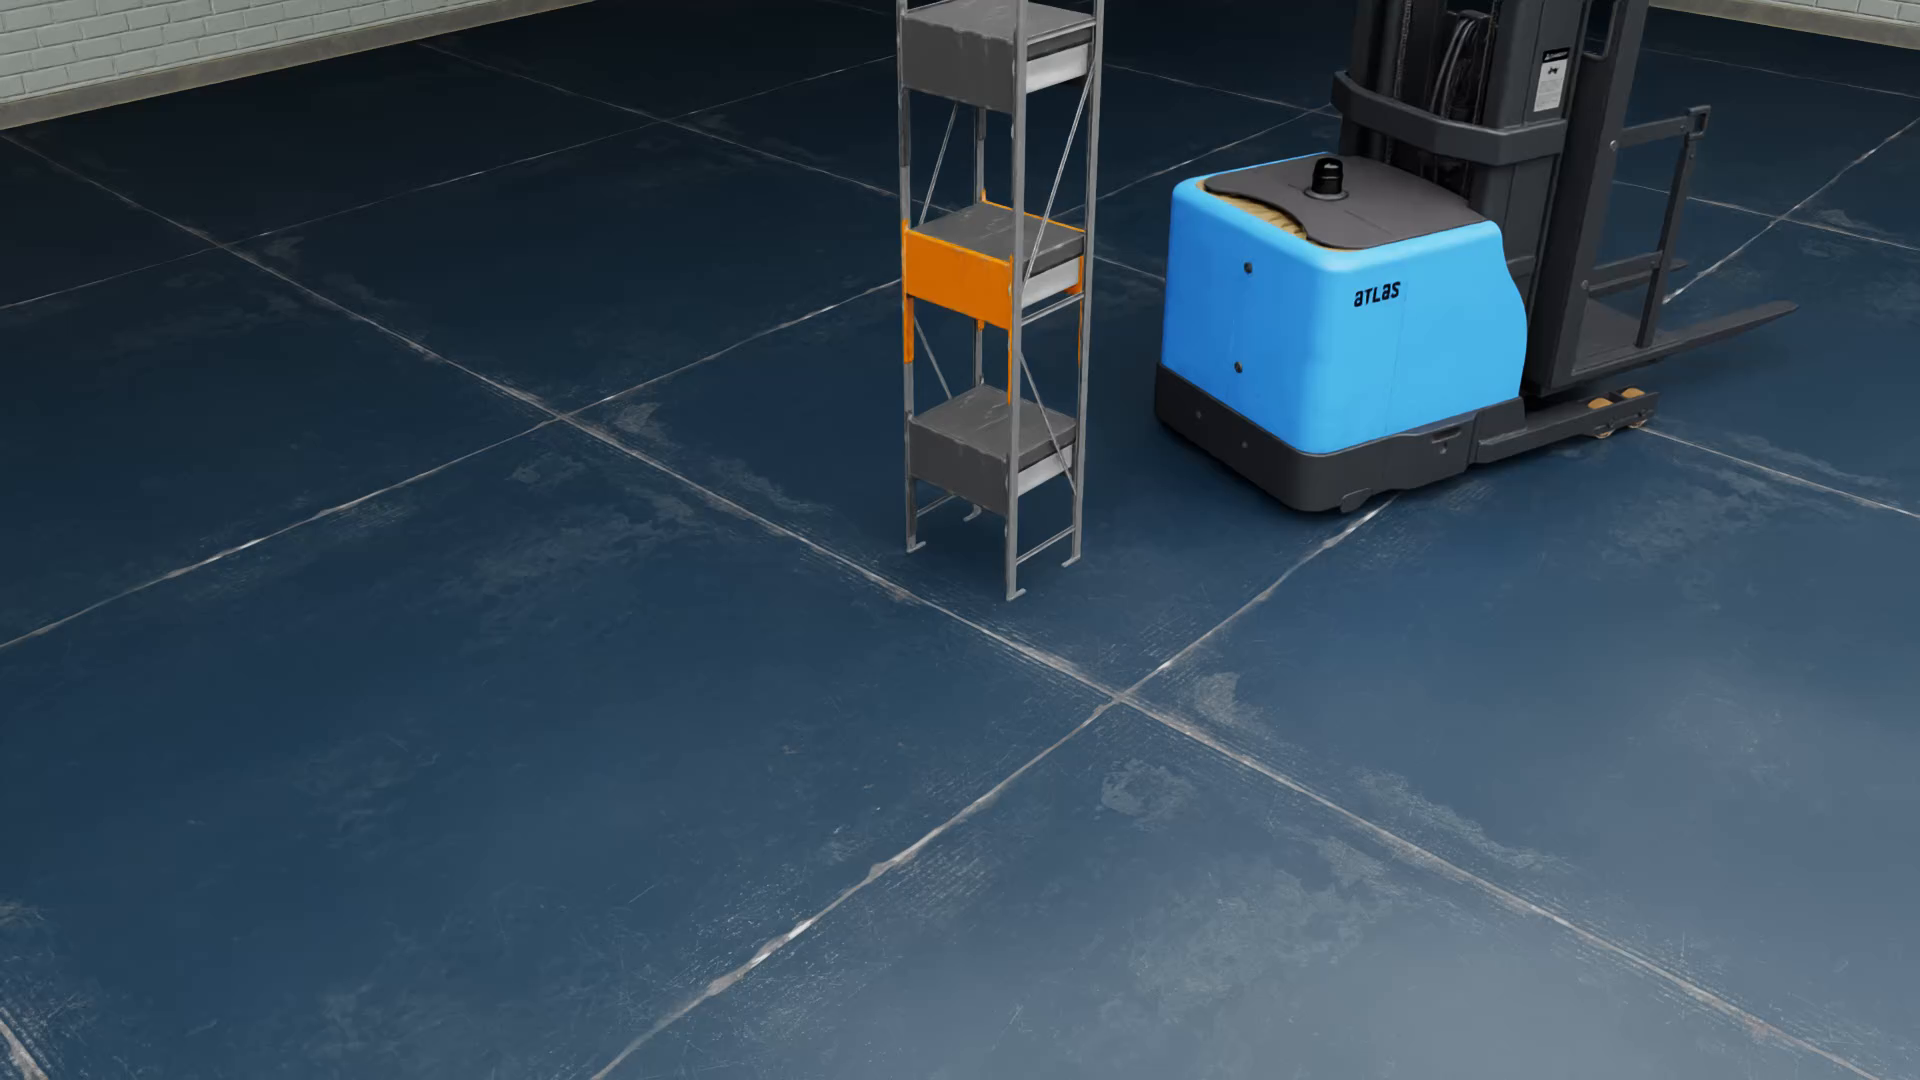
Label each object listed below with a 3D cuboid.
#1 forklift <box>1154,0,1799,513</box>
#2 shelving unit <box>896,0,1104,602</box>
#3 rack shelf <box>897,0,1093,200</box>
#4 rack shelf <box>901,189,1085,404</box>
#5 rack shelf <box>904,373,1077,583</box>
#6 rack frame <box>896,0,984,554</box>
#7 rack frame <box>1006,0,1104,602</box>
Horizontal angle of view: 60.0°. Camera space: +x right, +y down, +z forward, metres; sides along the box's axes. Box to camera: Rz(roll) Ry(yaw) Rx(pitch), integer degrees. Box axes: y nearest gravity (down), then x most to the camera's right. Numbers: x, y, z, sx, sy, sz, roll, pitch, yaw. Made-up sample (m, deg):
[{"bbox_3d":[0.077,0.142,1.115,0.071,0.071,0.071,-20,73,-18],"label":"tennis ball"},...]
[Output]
[{"bbox_3d":[2.353,-1.900,6.564,3.031,2.935,1.130,-16,35,-25],"label":"forklift"},{"bbox_3d":[0.123,-0.842,5.613,0.503,2.100,0.431,25,39,35],"label":"shelving unit"},{"bbox_3d":[0.123,-1.430,5.259,0.480,0.518,0.431,25,39,35],"label":"rack shelf"},{"bbox_3d":[0.123,-0.831,5.620,0.480,0.518,0.431,25,39,35],"label":"rack shelf"},{"bbox_3d":[0.123,-0.231,5.981,0.480,0.518,0.431,25,39,35],"label":"rack shelf"},{"bbox_3d":[-0.058,-0.927,5.754,0.015,2.100,0.400,25,39,35],"label":"rack frame"},{"bbox_3d":[0.304,-0.758,5.473,0.015,2.100,0.400,25,39,35],"label":"rack frame"}]
